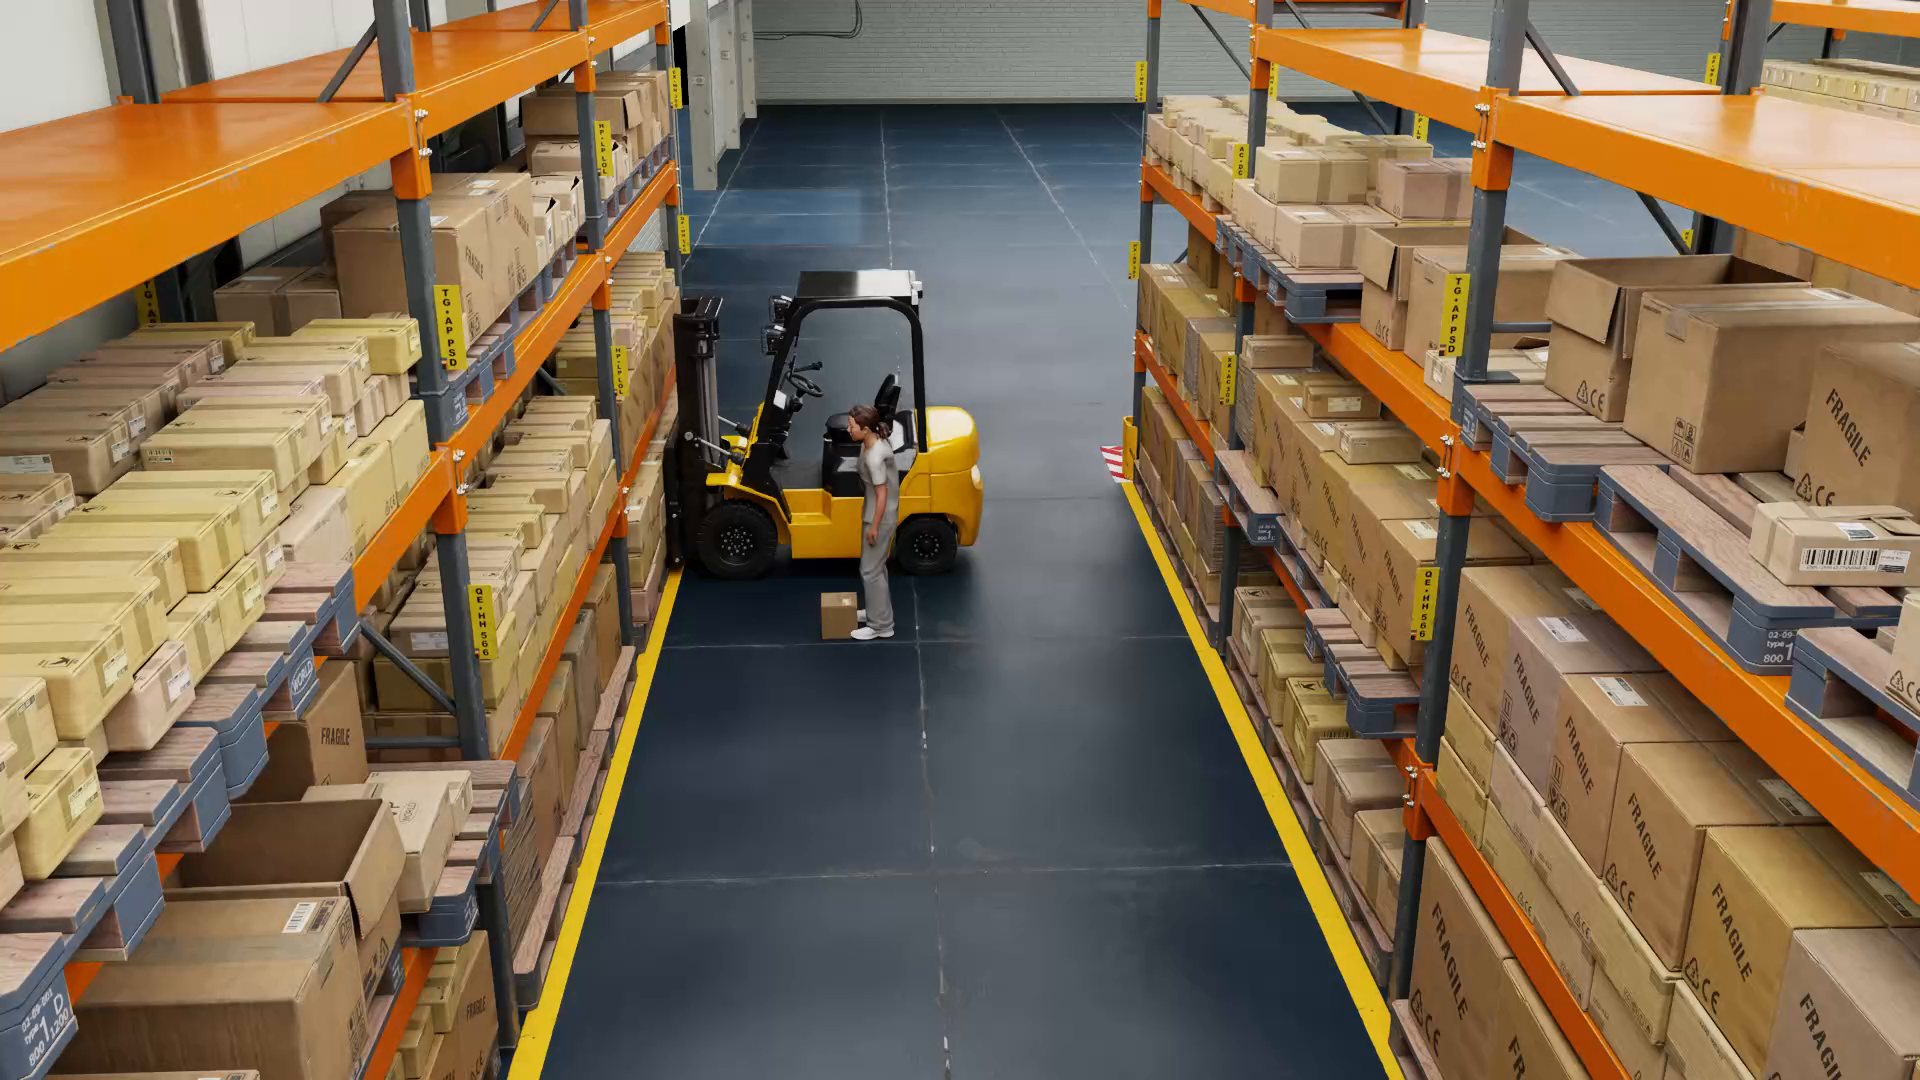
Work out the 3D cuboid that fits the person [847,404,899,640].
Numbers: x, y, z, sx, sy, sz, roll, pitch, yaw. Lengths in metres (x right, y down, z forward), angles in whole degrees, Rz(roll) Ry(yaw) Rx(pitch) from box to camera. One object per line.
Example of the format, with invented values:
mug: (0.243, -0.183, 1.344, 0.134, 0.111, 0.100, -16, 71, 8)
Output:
person: (-0.599, -0.132, 11.463, 0.363, 1.651, 0.512, -2, 21, -6)
